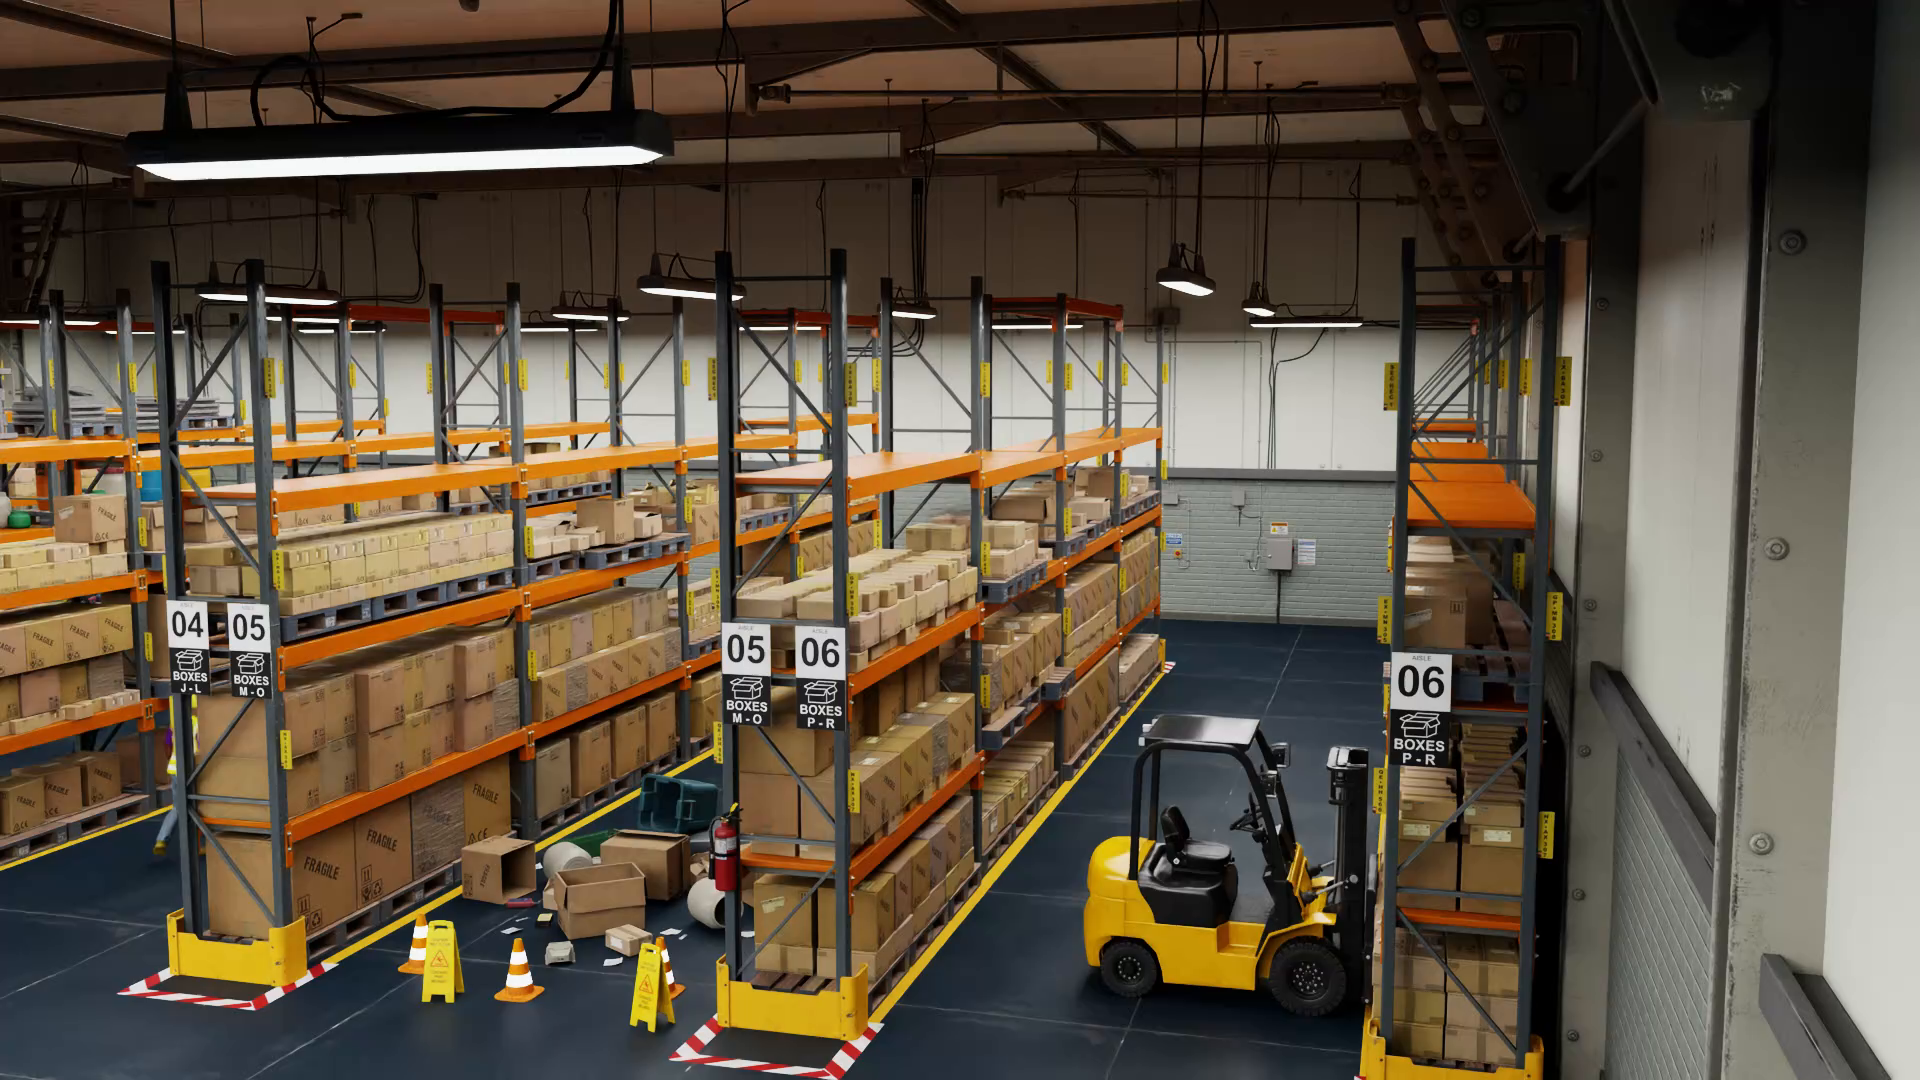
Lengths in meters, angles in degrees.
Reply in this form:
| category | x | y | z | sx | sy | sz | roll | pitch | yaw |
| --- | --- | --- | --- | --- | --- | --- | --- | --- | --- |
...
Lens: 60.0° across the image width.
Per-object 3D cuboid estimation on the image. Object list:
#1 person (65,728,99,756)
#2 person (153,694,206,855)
| category | x | y | z | sx | sy | sz | roll | pitch | yaw |
| --- | --- | --- | --- | --- | --- | --- | --- | --- | --- |
| person | -10.929 | 2.177 | 20.719 | 0.444 | 1.597 | 0.472 | 2 | 6 | 17 |
| person | -8.091 | 2.470 | 17.365 | 0.623 | 1.739 | 0.669 | 2 | 6 | 16 |
